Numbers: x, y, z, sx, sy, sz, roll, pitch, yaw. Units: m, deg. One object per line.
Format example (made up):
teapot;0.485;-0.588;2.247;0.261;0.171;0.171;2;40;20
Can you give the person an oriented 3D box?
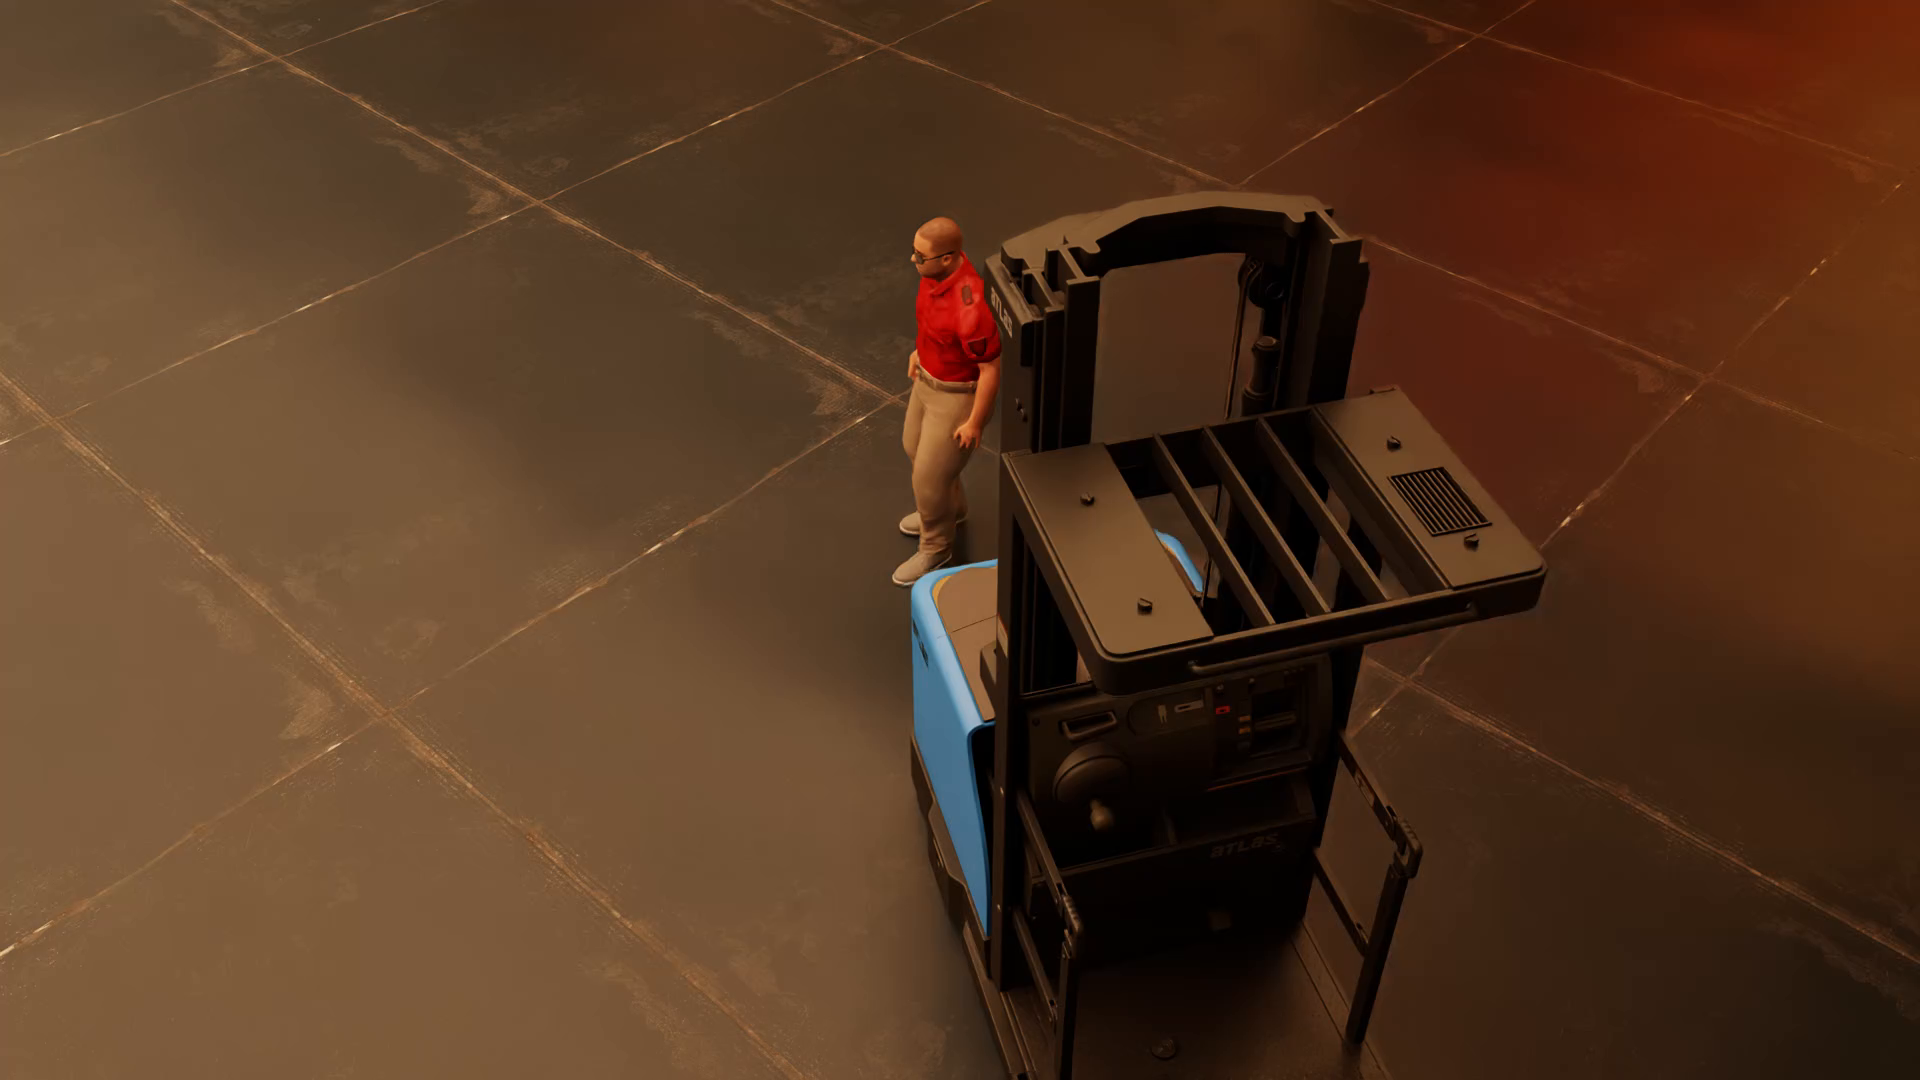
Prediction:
person;-0.120;-0.624;7.093;0.504;1.711;0.637;-12;42;-14

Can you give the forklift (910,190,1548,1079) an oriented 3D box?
forklift;0.705;0.660;4.659;1.130;2.935;3.031;-11;42;-12
